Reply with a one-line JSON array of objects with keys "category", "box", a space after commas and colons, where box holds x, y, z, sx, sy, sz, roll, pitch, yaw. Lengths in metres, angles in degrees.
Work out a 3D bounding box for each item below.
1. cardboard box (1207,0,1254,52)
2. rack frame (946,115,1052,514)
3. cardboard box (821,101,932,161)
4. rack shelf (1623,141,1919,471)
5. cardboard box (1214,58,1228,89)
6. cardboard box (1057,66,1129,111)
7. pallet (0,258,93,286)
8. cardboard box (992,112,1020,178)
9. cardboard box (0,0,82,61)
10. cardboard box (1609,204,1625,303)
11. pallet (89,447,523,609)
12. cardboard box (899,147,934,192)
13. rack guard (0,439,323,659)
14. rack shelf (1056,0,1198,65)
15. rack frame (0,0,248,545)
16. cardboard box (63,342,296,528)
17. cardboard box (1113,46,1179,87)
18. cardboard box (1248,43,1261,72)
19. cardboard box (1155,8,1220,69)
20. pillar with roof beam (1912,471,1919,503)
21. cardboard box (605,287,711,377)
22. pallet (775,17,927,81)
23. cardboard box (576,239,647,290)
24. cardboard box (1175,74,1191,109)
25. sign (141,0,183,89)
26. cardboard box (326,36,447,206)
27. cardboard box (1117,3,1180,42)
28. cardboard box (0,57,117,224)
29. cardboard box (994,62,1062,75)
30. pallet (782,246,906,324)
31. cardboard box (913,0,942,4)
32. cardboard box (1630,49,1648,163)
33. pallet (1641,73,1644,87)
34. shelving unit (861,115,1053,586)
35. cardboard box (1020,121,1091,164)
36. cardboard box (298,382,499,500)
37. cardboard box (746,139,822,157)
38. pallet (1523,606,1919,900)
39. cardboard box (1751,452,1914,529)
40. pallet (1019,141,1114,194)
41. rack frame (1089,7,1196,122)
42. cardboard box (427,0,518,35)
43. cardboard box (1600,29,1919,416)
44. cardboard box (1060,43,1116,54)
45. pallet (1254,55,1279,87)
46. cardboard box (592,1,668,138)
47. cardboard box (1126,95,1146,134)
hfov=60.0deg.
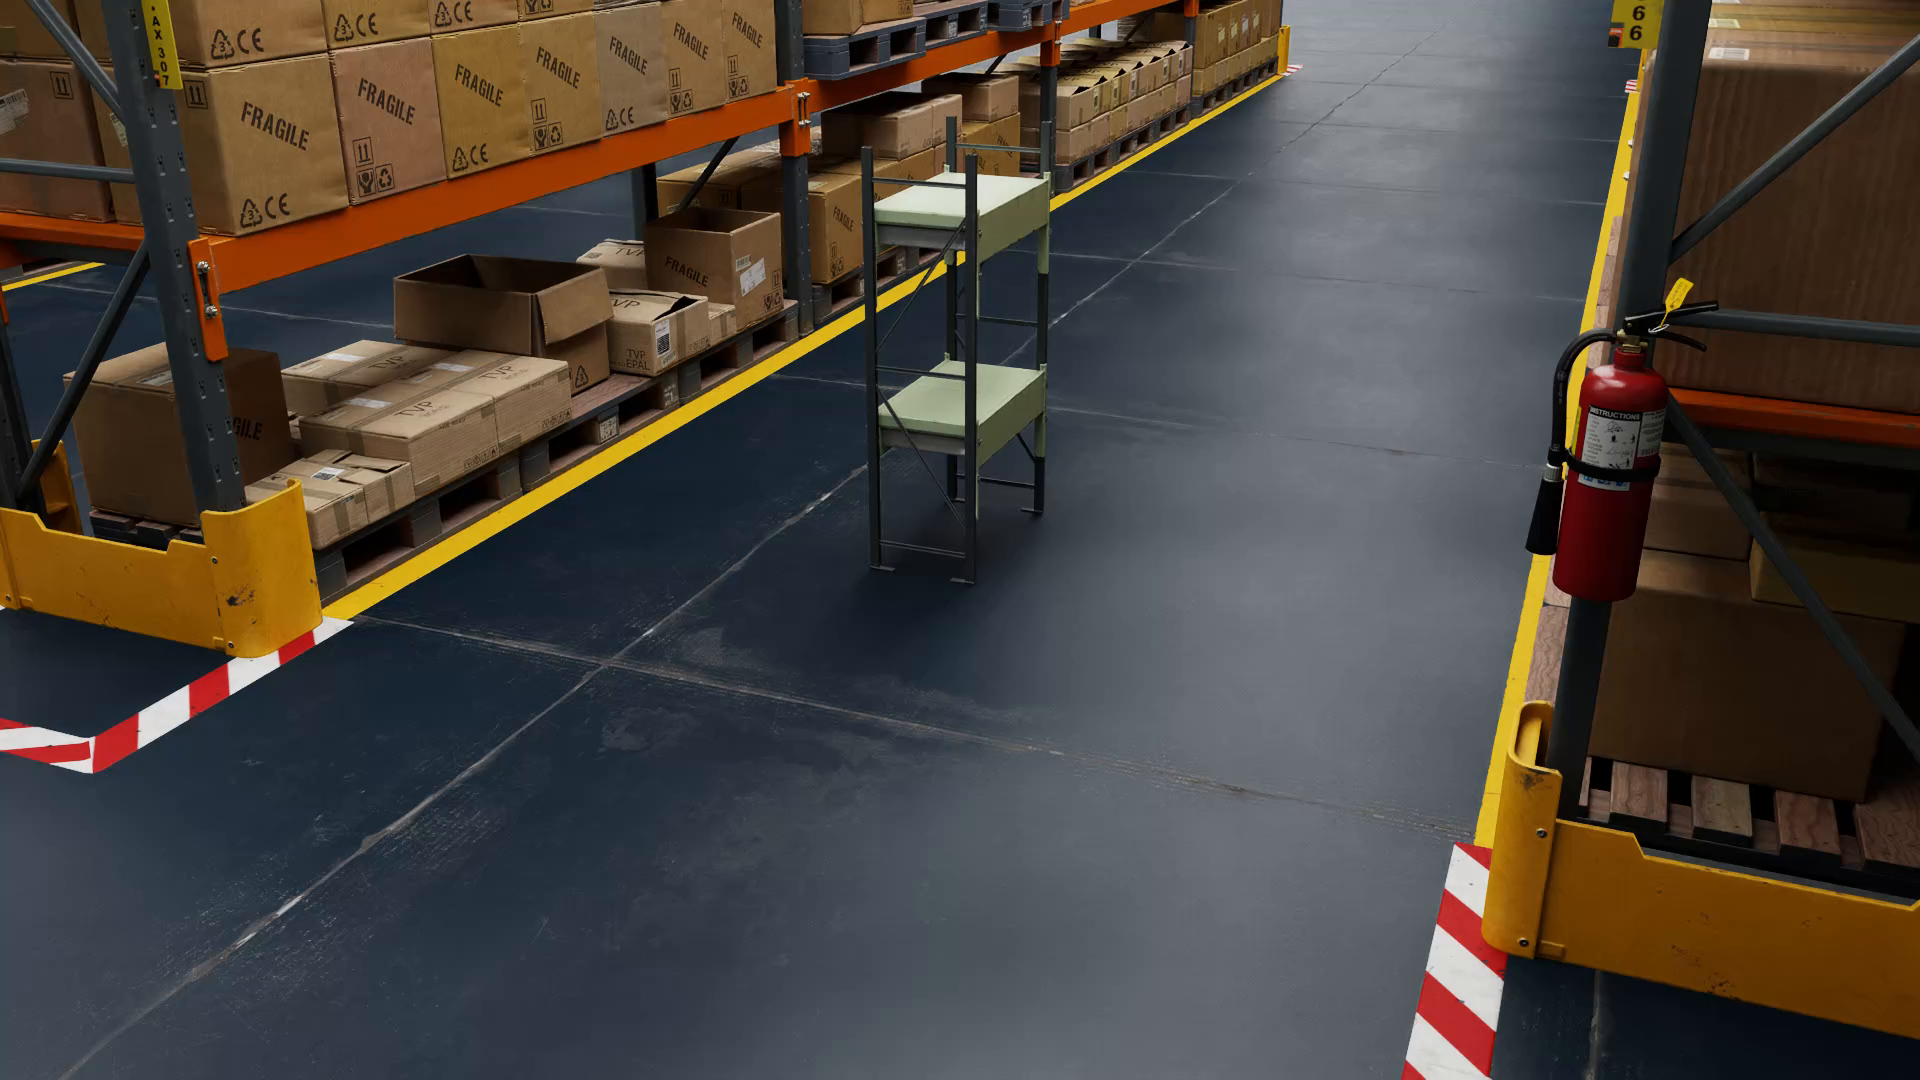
[{"category": "cardboard box", "box": [2.720, -5.337, 17.185, 0.500, 0.500, 0.500, 9, 24, 20]}, {"category": "rack frame", "box": [0.138, -0.825, 6.280, 0.400, 1.500, 0.023, 9, 24, 20]}, {"category": "cardboard box", "box": [-0.493, -2.437, 9.891, 0.500, 0.250, 0.500, 9, 24, 20]}, {"category": "rack shelf", "box": [2.588, -0.789, 5.181, 1.077, 0.370, 4.000, 9, 24, 20]}, {"category": "cardboard box", "box": [2.346, -4.633, 16.474, 0.500, 0.250, 0.500, 9, 24, 20]}, {"category": "cardboard box", "box": [1.062, -3.677, 13.456, 0.500, 0.311, 0.500, 8, 24, 19]}, {"category": "pallet", "box": [-6.105, -1.700, 10.046, 1.003, 0.211, 1.213, 9, 24, 20]}, {"category": "cardboard box", "box": [0.086, -2.658, 11.393, 0.500, 0.500, 0.500, 10, 25, 22]}, {"category": "cardboard box", "box": [-2.846, -1.820, 5.288, 0.500, 0.500, 0.500, 9, 24, 20]}, {"category": "cardboard box", "box": [3.779, -1.609, 8.453, 0.750, 0.750, 0.750, 10, 24, 22]}, {"category": "pallet", "box": [-2.432, -0.139, 6.310, 1.003, 0.211, 1.213, 9, 24, 20]}, {"category": "cardboard box", "box": [-0.484, -2.103, 10.065, 0.500, 0.500, 0.500, 9, 24, 21]}, {"category": "rack guard", "box": [-2.728, 0.013, 5.571, 1.175, 0.500, 0.348, 9, 24, 20]}, {"category": "rack shelf", "box": [0.959, -4.360, 13.730, 1.077, 0.370, 4.000, 9, 24, 20]}, {"category": "rack frame", "box": [-2.756, -1.113, 5.024, 1.000, 3.000, 0.127, 9, 24, 20]}, {"category": "cardboard box", "box": [-2.783, -0.393, 5.971, 0.500, 0.500, 0.500, 9, 24, 20]}, {"category": "cardboard box", "box": [1.630, -4.218, 14.752, 0.500, 0.311, 0.500, 9, 24, 22]}, {"category": "cardboard box", "box": [2.904, -5.170, 17.758, 0.500, 0.250, 0.500, 9, 24, 20]}, {"category": "cardboard box", "box": [2.164, -4.800, 15.899, 0.500, 0.500, 0.500, 9, 24, 20]}, {"category": "pillar with roof beam", "box": [-0.123, -4.847, 6.179, 9.100, 9.000, 0.400, 9, 24, 20]}, {"category": "cardboard box", "box": [-1.497, -0.994, 7.656, 0.500, 0.311, 0.500, 9, 24, 20]}, {"category": "pallet", "box": [-0.872, -2.727, 9.135, 1.003, 0.211, 1.213, 9, 24, 20]}, {"category": "cardboard box", "box": [-1.627, -1.388, 8.599, 0.500, 0.311, 0.500, 9, 24, 20]}, {"category": "cardboard box", "box": [1.817, -4.143, 15.299, 0.500, 0.250, 0.500, 9, 24, 20]}, {"category": "sign", "box": [-2.252, -1.435, 4.671, 0.100, 0.325, 0.005, 9, 24, 20]}, {"category": "cardboard box", "box": [-2.160, -1.466, 5.738, 0.500, 0.500, 0.500, 9, 24, 20]}, {"category": "cardboard box", "box": [1.867, -5.053, 16.506, 0.500, 0.500, 0.500, 9, 24, 20]}, {"category": "cardboard box", "box": [-2.842, -1.359, 5.482, 0.500, 0.500, 0.500, 10, 25, 22]}, {"category": "cardboard box", "box": [0.559, -3.750, 13.631, 0.500, 0.311, 0.500, 9, 24, 20]}, {"category": "pallet", "box": [-1.003, -1.555, 9.698, 1.003, 0.211, 1.213, 9, 24, 20]}, {"category": "cardboard box", "box": [-0.431, -3.675, 10.481, 0.700, 0.500, 0.500, 14, 26, 30]}, {"category": "cardboard box", "box": [2.838, -1.523, 5.616, 0.980, 0.700, 0.700, 8, 24, 19]}, {"category": "pallet", "box": [7.425, -4.532, 16.825, 1.003, 0.211, 1.213, 9, 24, 20]}, {"category": "shelving unit", "box": [0.002, -0.694, 5.967, 0.431, 1.500, 0.755, 9, 24, 20]}, {"category": "cardboard box", "box": [0.683, -3.047, 12.675, 0.500, 0.250, 0.500, 9, 24, 20]}, {"category": "cardboard box", "box": [-2.105, -0.381, 6.266, 0.500, 0.250, 0.500, 9, 24, 20]}, {"category": "cardboard box", "box": [-0.975, -2.167, 10.219, 0.500, 0.500, 0.500, 9, 24, 21]}, {"category": "pallet", "box": [2.069, 0.584, 4.579, 1.003, 0.211, 1.213, 9, 24, 20]}, {"category": "cardboard box", "box": [2.339, -0.118, 4.498, 0.380, 0.149, 0.250, 9, 24, 20]}, {"category": "pallet", "box": [0.558, -2.979, 13.107, 1.003, 0.211, 1.213, 9, 24, 20]}, {"category": "rack frame", "box": [1.701, -5.408, 15.305, 1.000, 3.000, 0.127, 9, 24, 20]}, {"category": "cardboard box", "box": [-1.969, -2.109, 5.979, 0.500, 0.500, 0.500, 9, 24, 21]}, {"category": "cardboard box", "box": [2.025, -0.728, 3.712, 0.980, 0.700, 0.700, 10, 25, 22]}, {"category": "cardboard box", "box": [1.126, -4.301, 14.950, 0.500, 0.311, 0.500, 8, 24, 19]}, {"category": "pallet", "box": [2.942, -5.273, 18.599, 1.003, 0.211, 1.213, 9, 24, 20]}, {"category": "cardboard box", "box": [-1.596, -2.007, 7.032, 0.500, 0.500, 0.500, 9, 24, 21]}, {"category": "cardboard box", "box": [1.247, -3.597, 13.992, 0.500, 0.250, 0.500, 9, 24, 21]}]
